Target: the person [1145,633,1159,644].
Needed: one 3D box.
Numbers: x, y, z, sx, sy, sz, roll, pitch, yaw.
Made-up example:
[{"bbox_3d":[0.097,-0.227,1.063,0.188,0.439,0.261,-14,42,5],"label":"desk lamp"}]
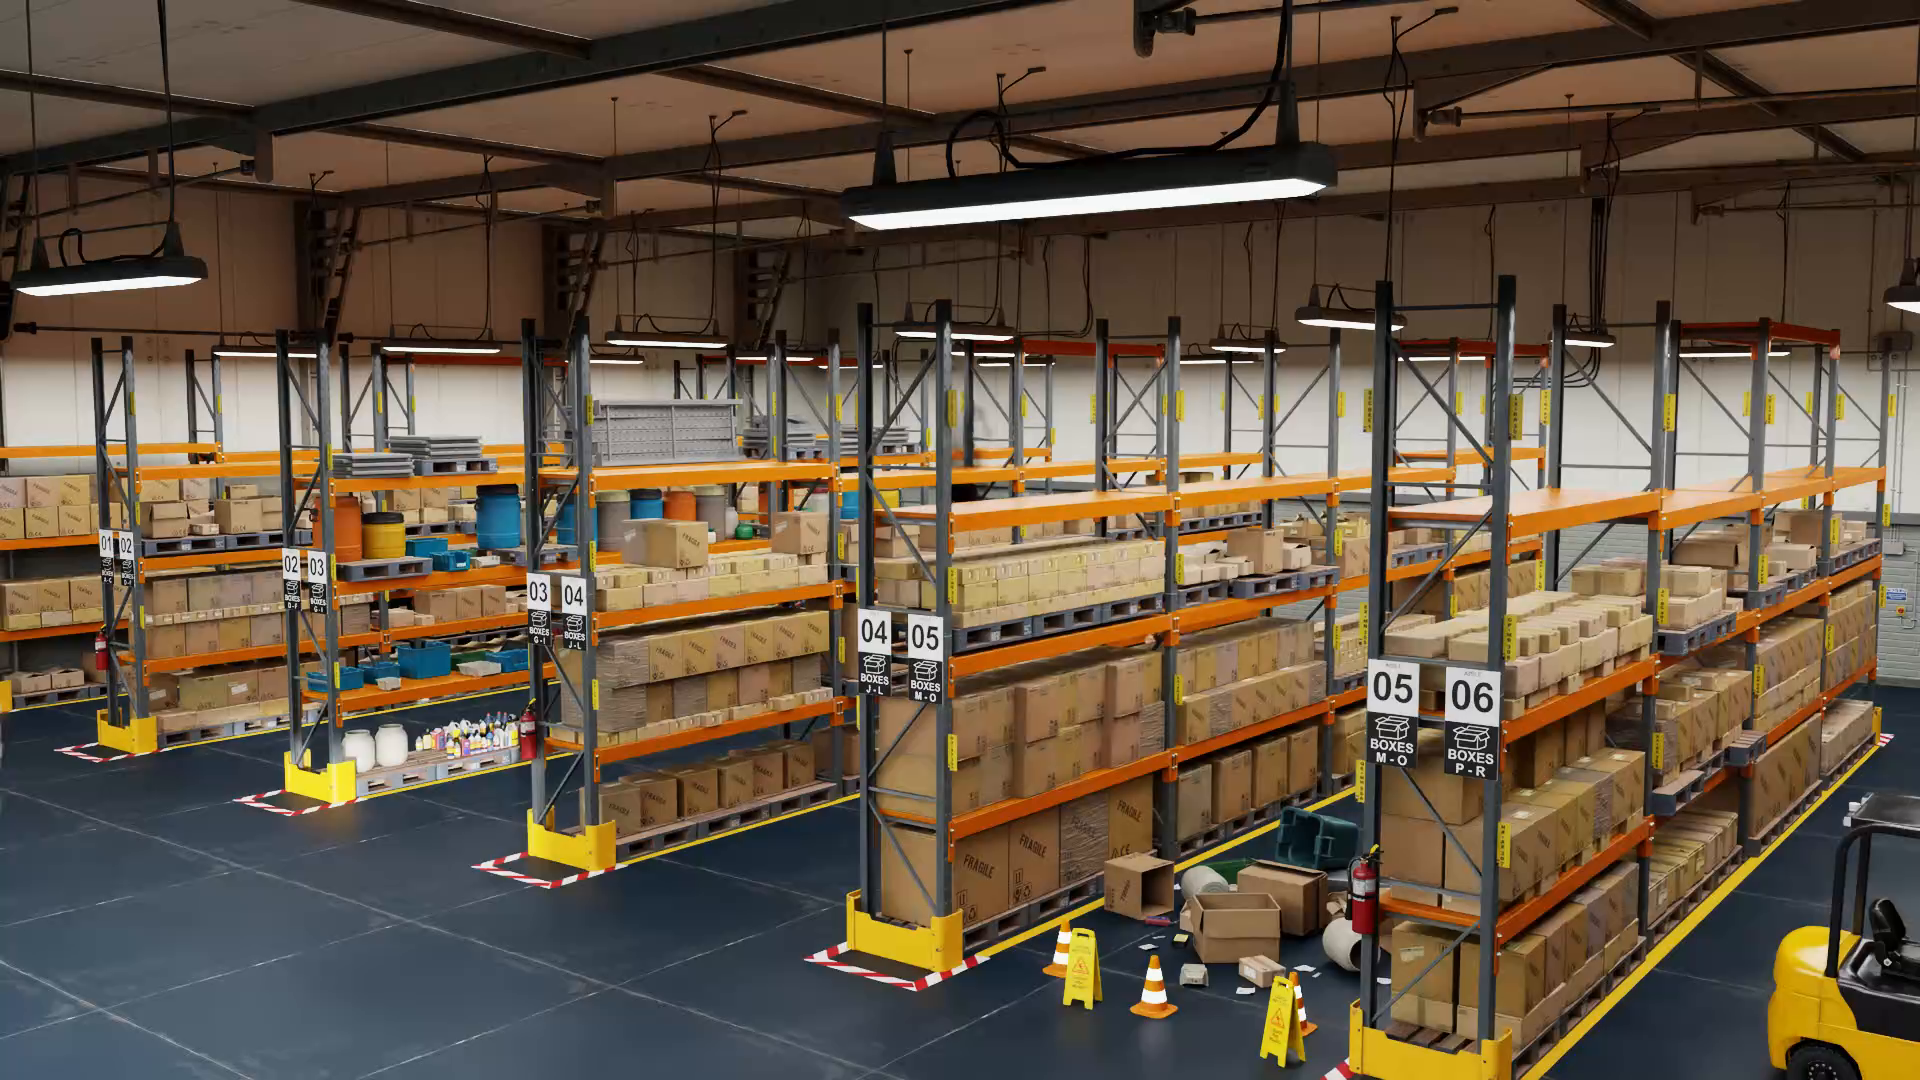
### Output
[{"bbox_3d":[2.550,2.078,22.373,0.571,1.695,0.908,3,6,28],"label":"person"}]
